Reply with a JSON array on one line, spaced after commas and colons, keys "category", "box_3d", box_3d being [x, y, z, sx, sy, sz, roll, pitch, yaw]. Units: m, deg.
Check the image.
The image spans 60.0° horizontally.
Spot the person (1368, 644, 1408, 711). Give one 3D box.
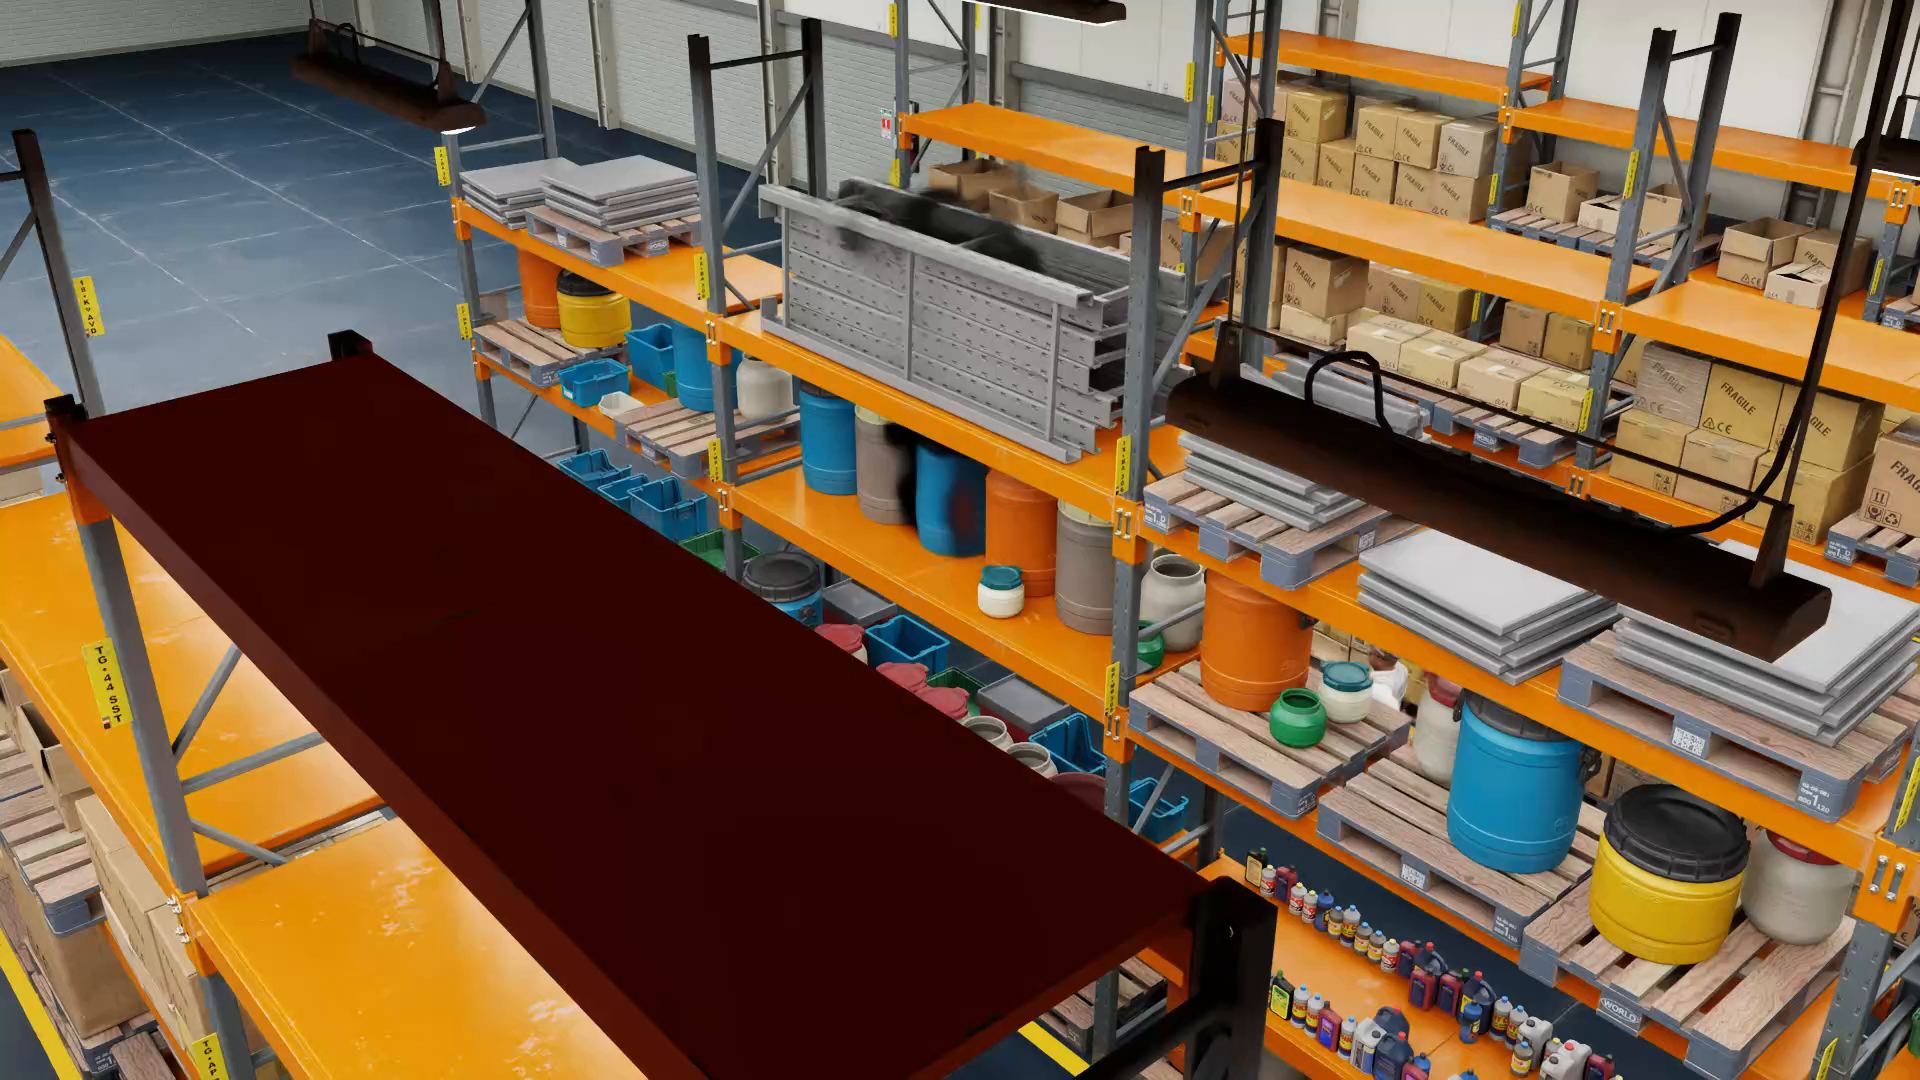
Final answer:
[{"category": "person", "box_3d": [3.001, 1.505, 12.060, 0.784, 1.882, 0.643, 23, 35, 37]}]
